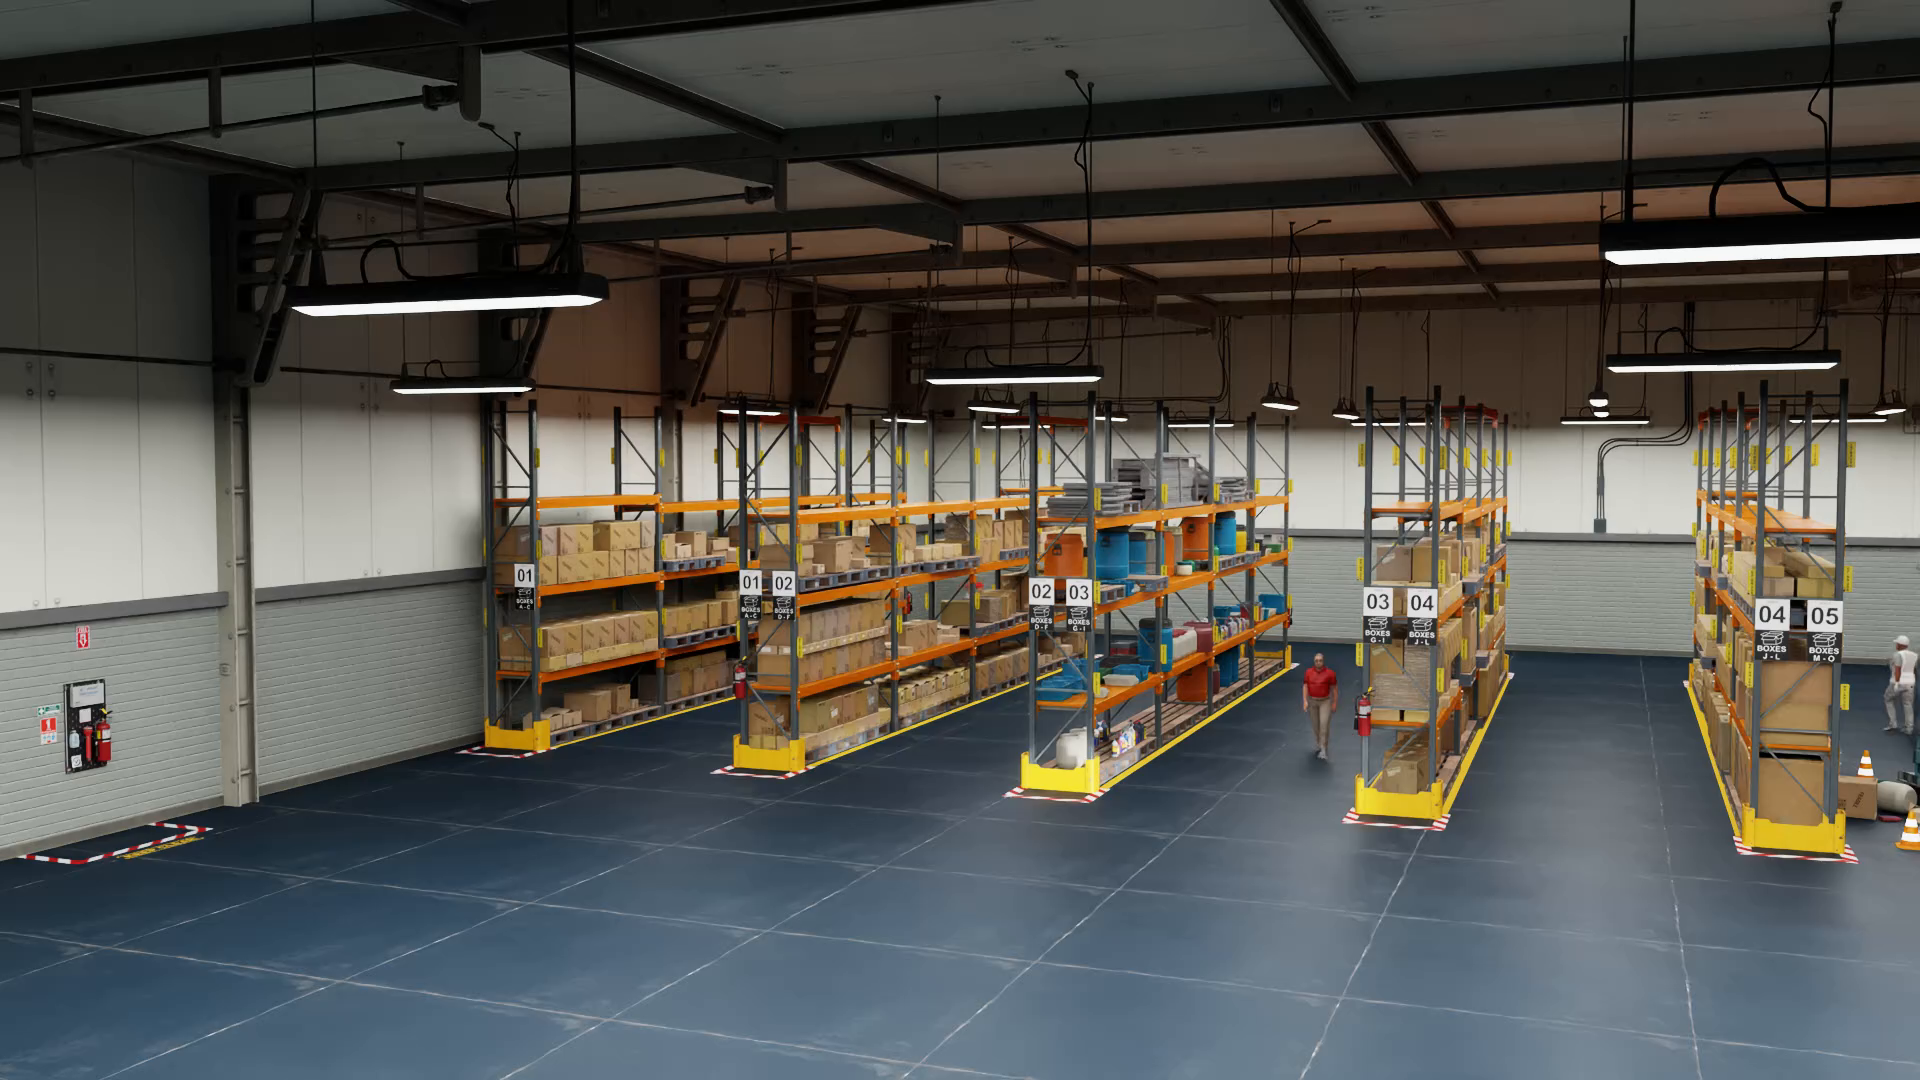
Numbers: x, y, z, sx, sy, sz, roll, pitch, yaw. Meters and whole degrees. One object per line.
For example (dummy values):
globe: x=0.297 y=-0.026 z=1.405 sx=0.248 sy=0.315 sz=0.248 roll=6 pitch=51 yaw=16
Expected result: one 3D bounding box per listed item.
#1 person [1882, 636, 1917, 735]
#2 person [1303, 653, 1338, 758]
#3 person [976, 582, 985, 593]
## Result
person: x=17.098 y=2.626 z=30.097 sx=0.524 sy=1.777 sz=0.569 roll=0 pitch=3 yaw=4
person: x=6.028 y=2.751 z=27.978 sx=0.553 sy=1.687 sz=0.919 roll=2 pitch=3 yaw=31
person: x=0.388 y=1.978 z=43.121 sx=0.841 sy=1.767 sz=0.574 roll=0 pitch=3 yaw=9
